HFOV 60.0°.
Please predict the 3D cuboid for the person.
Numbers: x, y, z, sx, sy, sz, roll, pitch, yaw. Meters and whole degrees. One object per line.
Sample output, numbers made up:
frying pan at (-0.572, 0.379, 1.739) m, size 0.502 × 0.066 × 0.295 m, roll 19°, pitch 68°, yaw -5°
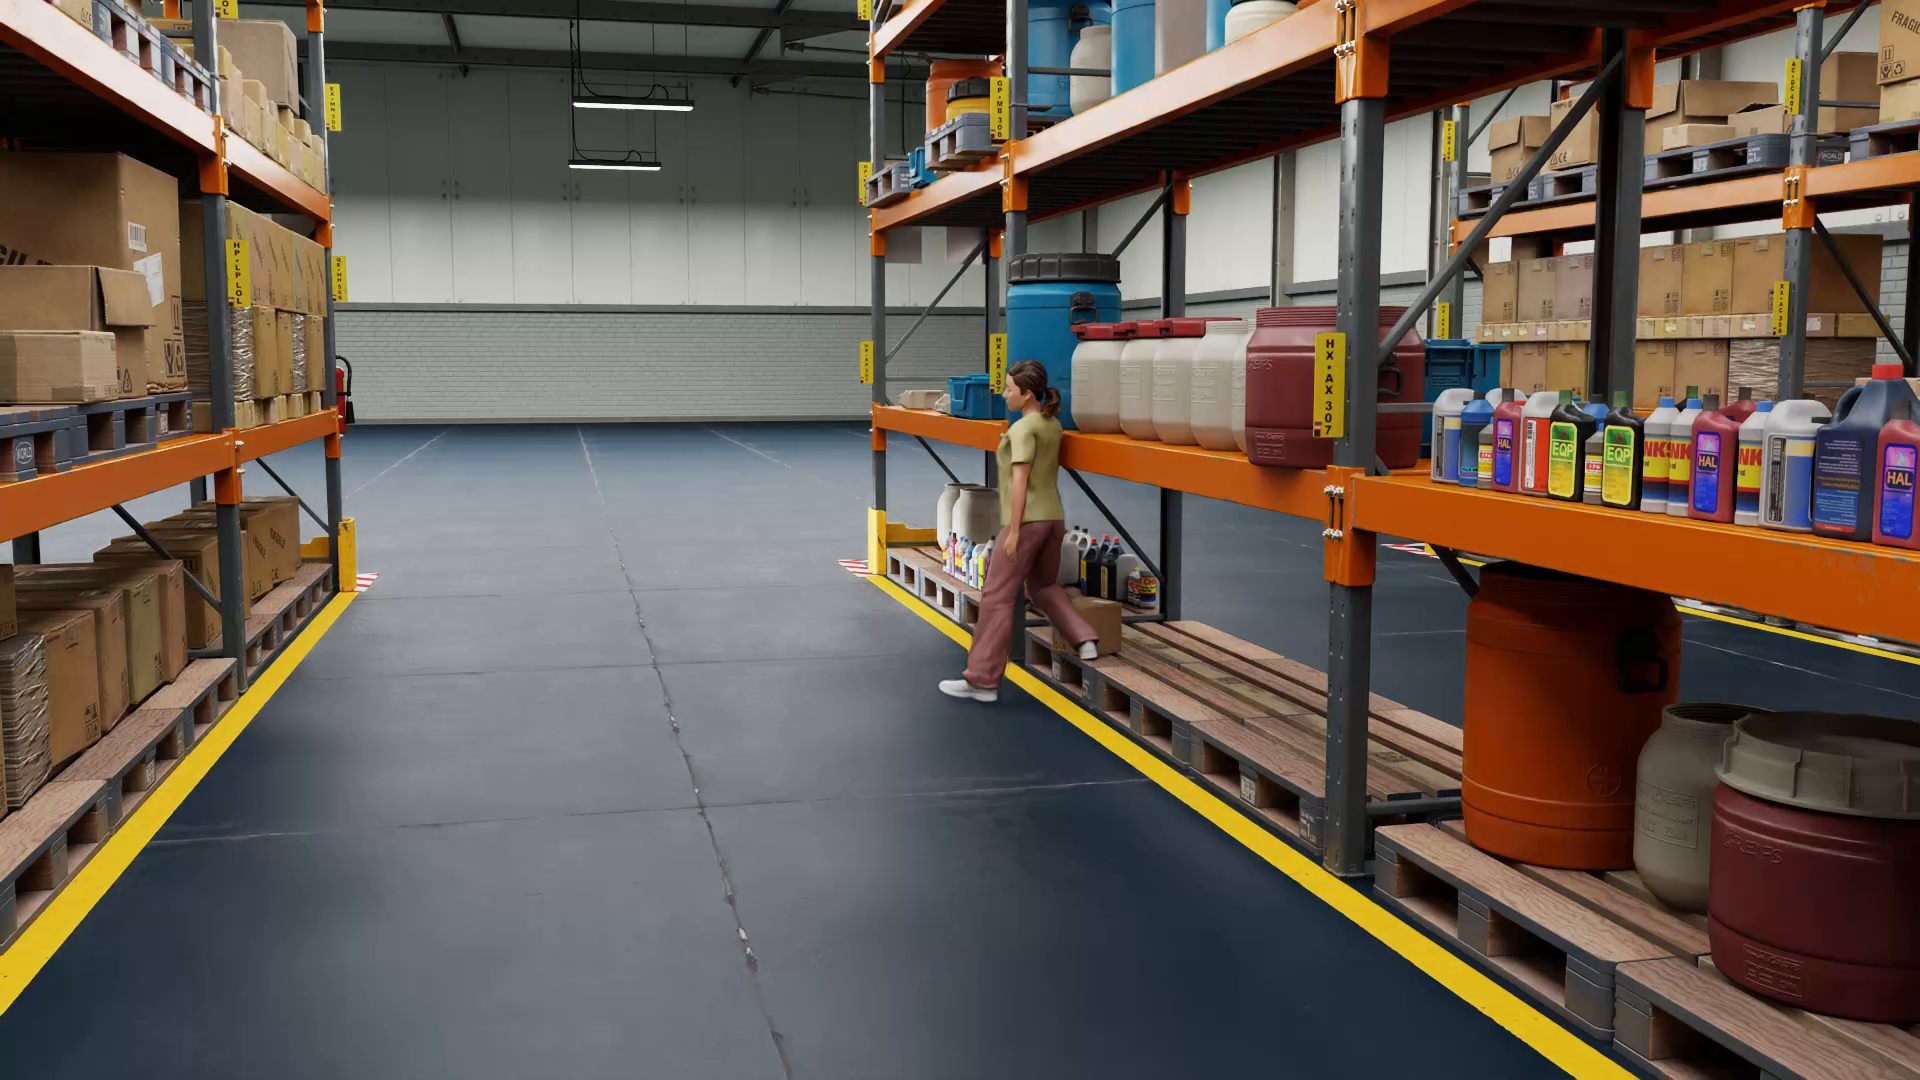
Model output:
person at (0.328, -0.052, 8.106) m, size 0.671 × 1.646 × 0.618 m, roll 4°, pitch 8°, yaw 35°
